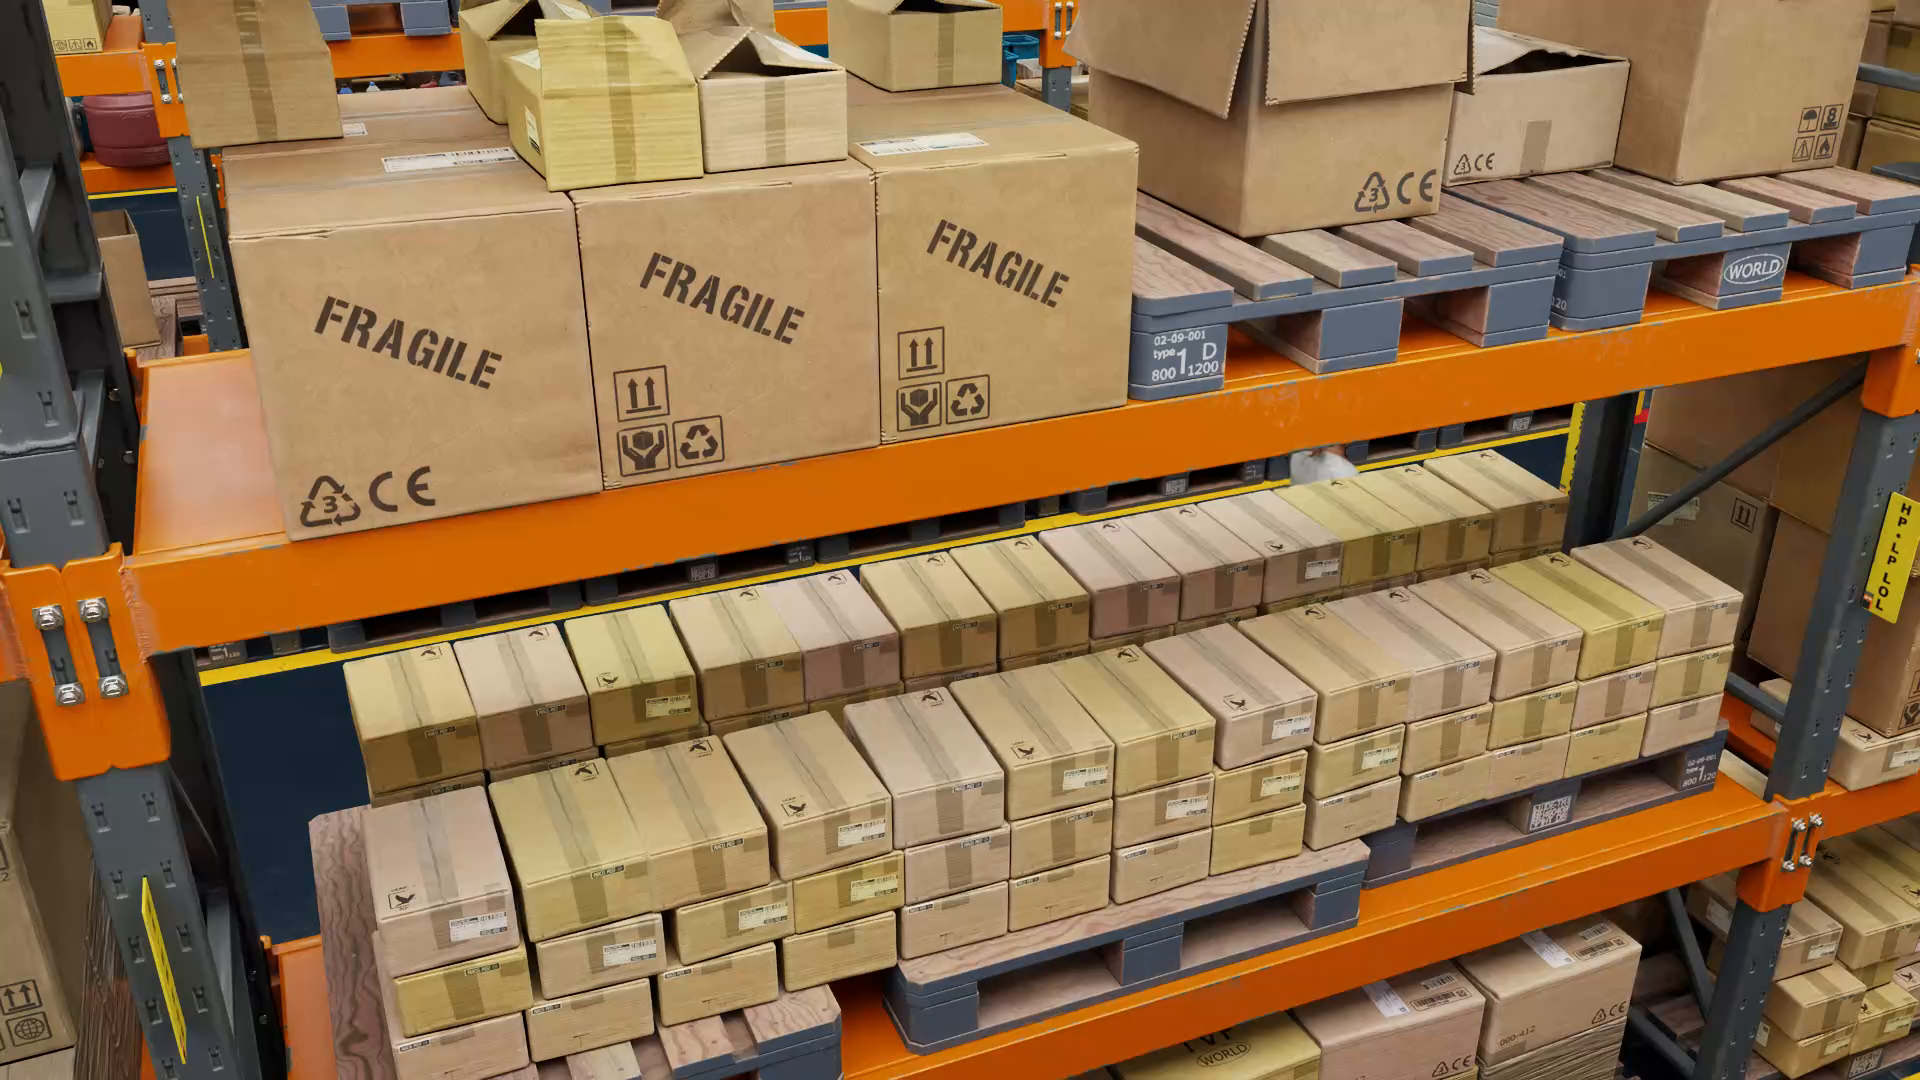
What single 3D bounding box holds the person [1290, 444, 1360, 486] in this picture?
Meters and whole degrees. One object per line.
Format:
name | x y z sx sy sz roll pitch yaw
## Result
person | 1.410 0.149 6.783 0.752 1.651 0.438 -10 28 -19
